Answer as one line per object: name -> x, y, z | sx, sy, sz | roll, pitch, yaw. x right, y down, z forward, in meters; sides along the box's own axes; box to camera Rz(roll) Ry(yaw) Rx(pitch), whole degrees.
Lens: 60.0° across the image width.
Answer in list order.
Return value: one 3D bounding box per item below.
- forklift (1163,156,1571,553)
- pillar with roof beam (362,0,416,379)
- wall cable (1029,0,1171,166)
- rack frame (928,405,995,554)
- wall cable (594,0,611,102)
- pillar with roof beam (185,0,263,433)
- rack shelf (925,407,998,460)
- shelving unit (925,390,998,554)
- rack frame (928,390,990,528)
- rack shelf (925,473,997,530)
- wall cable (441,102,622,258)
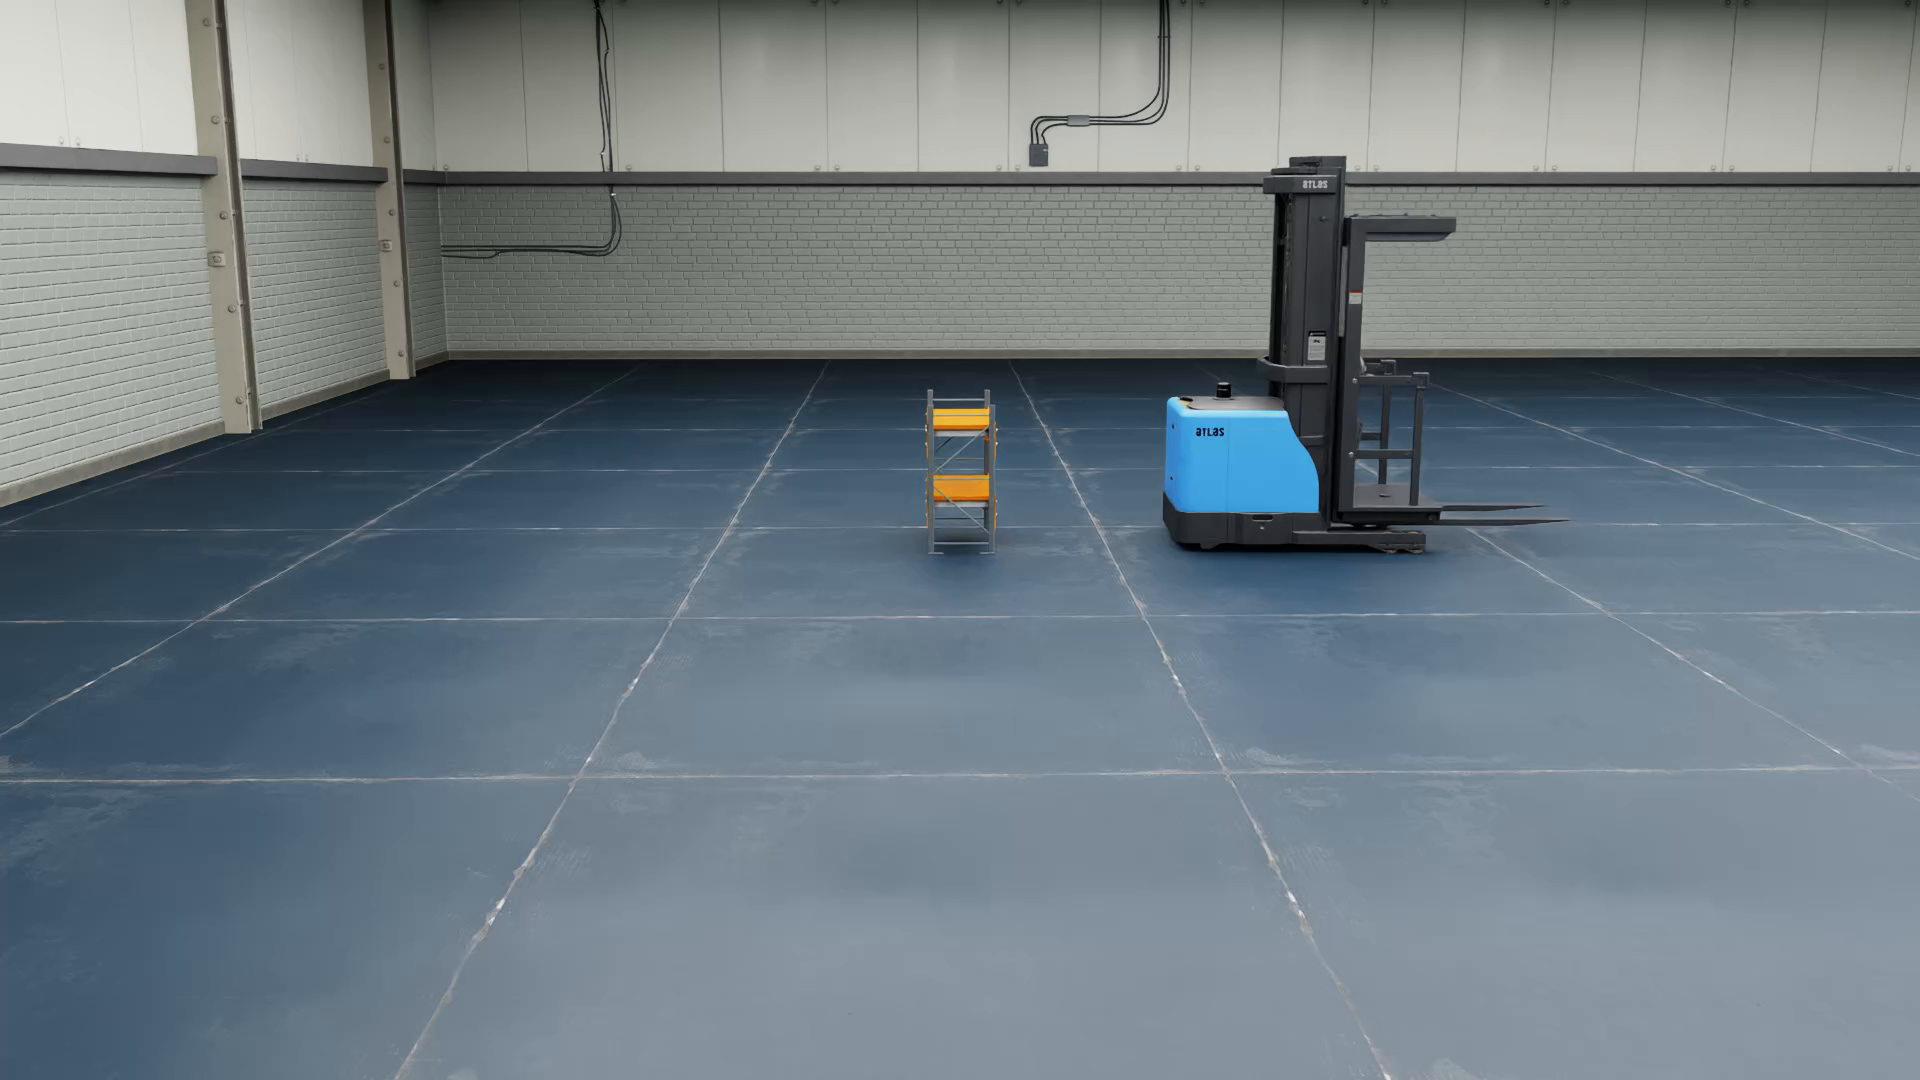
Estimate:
forklift -> 3.155, -1.441, 12.791 | 3.031, 2.935, 1.130 | 0, 11, 0
pillar with roof beam -> -4.142, -6.885, 24.364 | 9.100, 9.000, 0.400 | 0, 11, -1
wall cable -> 2.307, -9.161, 27.028 | 2.305, 6.003, 0.169 | 0, 11, -1
rack frame -> 0.011, -0.449, 12.443 | 0.500, 1.125, 0.032 | 0, 11, -1
wall cable -> -4.480, -8.423, 27.051 | 3.097, 2.526, 0.112 | 0, 11, -1
pillar with roof beam -> -4.018, -5.692, 18.485 | 9.100, 9.000, 0.400 | 0, 11, -1
rack shelf -> 0.000, -0.837, 12.882 | 0.538, 0.278, 1.000 | 0, 11, -1
shelving unit -> 0.000, -0.550, 12.941 | 0.538, 1.125, 1.048 | 0, 11, -1
rack frame -> -0.010, -0.651, 13.439 | 0.500, 1.125, 0.032 | 0, 11, -1
rack shelf -> 0.000, -0.310, 12.989 | 0.538, 0.278, 1.000 | 0, 11, -1
wall cable -> -7.185, -5.937, 27.498 | 3.097, 2.526, 0.112 | 0, 11, -1
